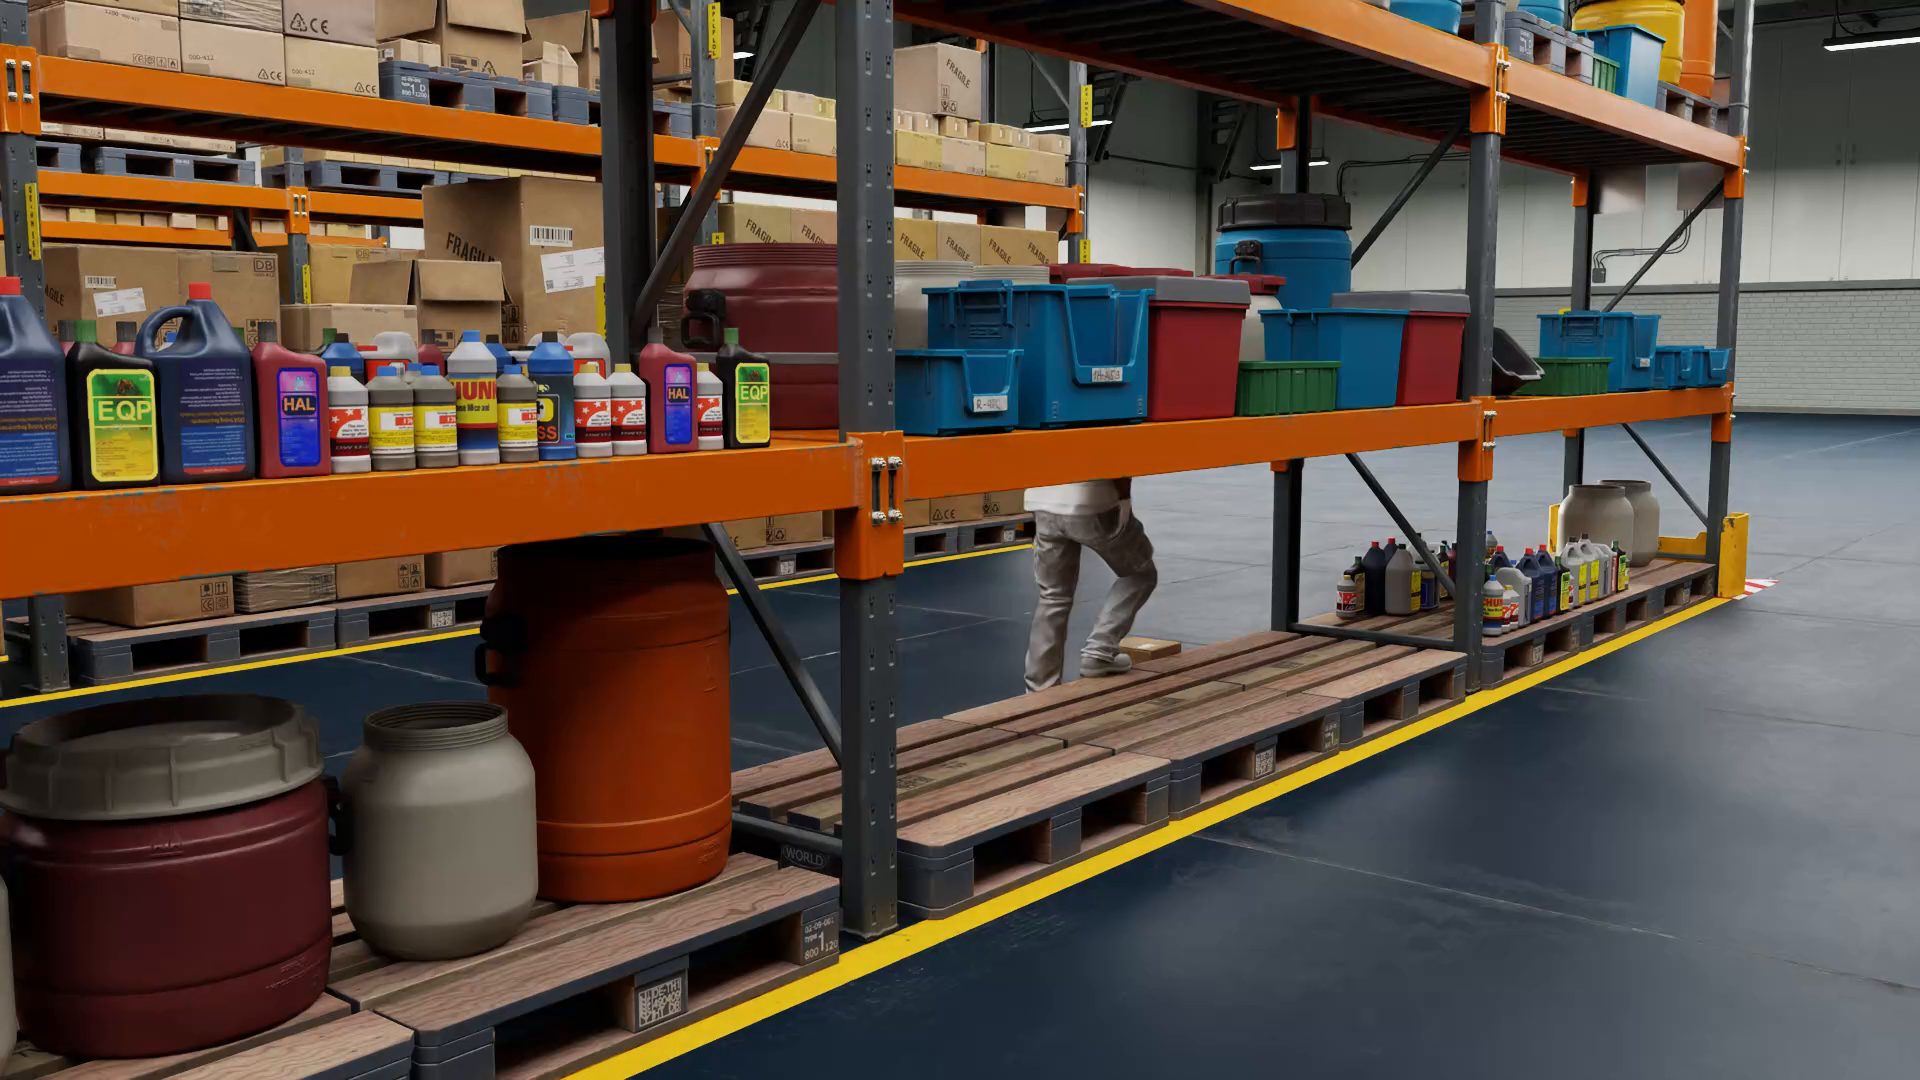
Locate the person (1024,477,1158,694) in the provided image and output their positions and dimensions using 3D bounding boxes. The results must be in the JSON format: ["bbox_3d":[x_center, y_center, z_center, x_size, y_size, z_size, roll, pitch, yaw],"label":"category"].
[{"bbox_3d":[0.508,-0.134,6.908,0.559,1.759,0.506,6,9,40],"label":"person"}]
